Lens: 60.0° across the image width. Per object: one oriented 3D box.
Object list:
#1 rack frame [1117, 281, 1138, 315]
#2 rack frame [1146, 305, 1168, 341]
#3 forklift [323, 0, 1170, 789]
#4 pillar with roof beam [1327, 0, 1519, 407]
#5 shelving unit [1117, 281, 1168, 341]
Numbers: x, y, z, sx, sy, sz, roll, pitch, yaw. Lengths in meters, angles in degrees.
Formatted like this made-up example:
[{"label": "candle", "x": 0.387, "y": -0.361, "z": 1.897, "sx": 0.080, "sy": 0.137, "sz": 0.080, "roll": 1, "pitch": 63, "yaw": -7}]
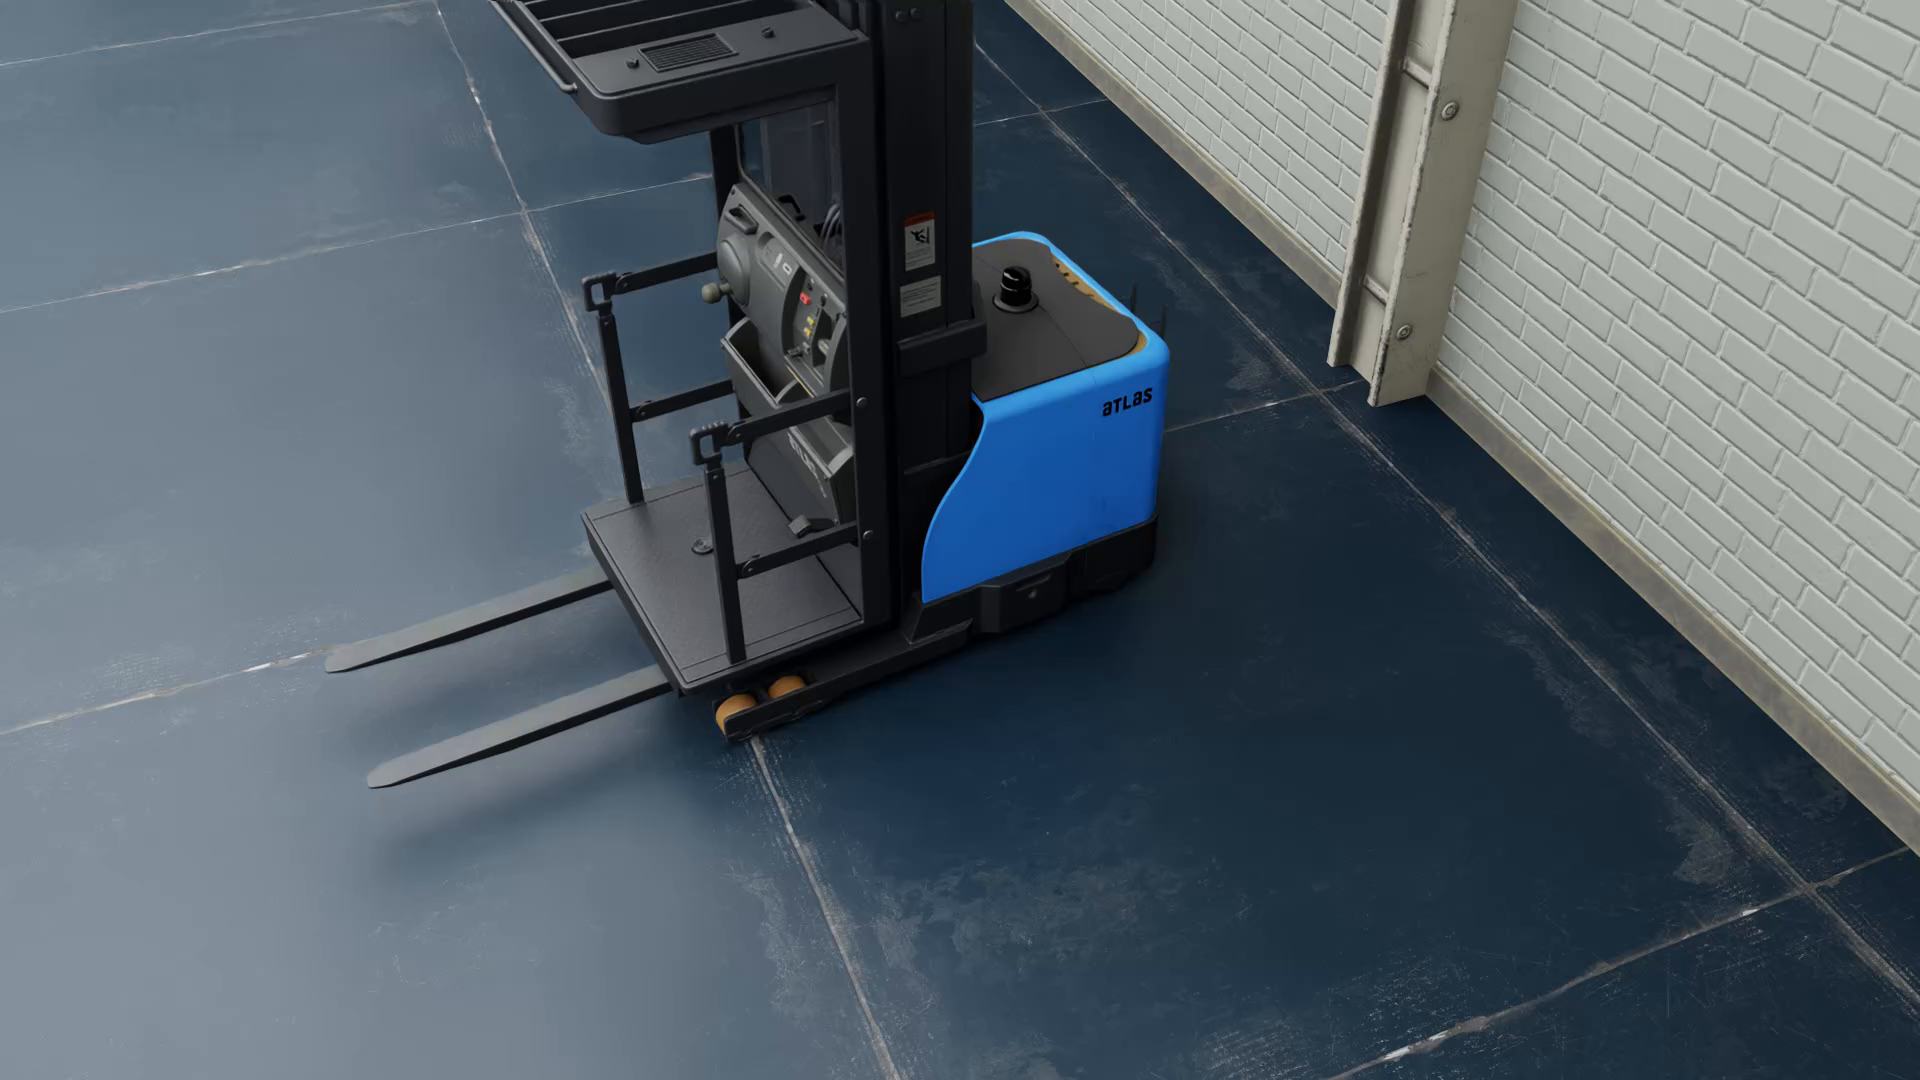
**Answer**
[{"label": "rack frame", "x": 0.595, "y": -0.641, "z": 6.806, "sx": 0.240, "sy": 0.900, "sz": 0.006, "roll": -21, "pitch": 45, "yaw": -22}, {"label": "rack frame", "x": 0.697, "y": -0.527, "z": 6.672, "sx": 0.240, "sy": 0.900, "sz": 0.006, "roll": -21, "pitch": 45, "yaw": -22}, {"label": "forklift", "x": -0.774, "y": -0.793, "z": 5.425, "sx": 3.031, "sy": 2.935, "sz": 1.130, "roll": -20, "pitch": 44, "yaw": -21}, {"label": "pillar with roof beam", "x": -2.061, "y": -3.088, "z": 3.439, "sx": 9.100, "sy": 9.000, "sz": 0.400, "roll": -15, "pitch": 43, "yaw": -17}, {"label": "shelving unit", "x": 0.646, "y": -0.584, "z": 6.739, "sx": 0.258, "sy": 0.900, "sz": 0.210, "roll": -21, "pitch": 45, "yaw": -22}]
